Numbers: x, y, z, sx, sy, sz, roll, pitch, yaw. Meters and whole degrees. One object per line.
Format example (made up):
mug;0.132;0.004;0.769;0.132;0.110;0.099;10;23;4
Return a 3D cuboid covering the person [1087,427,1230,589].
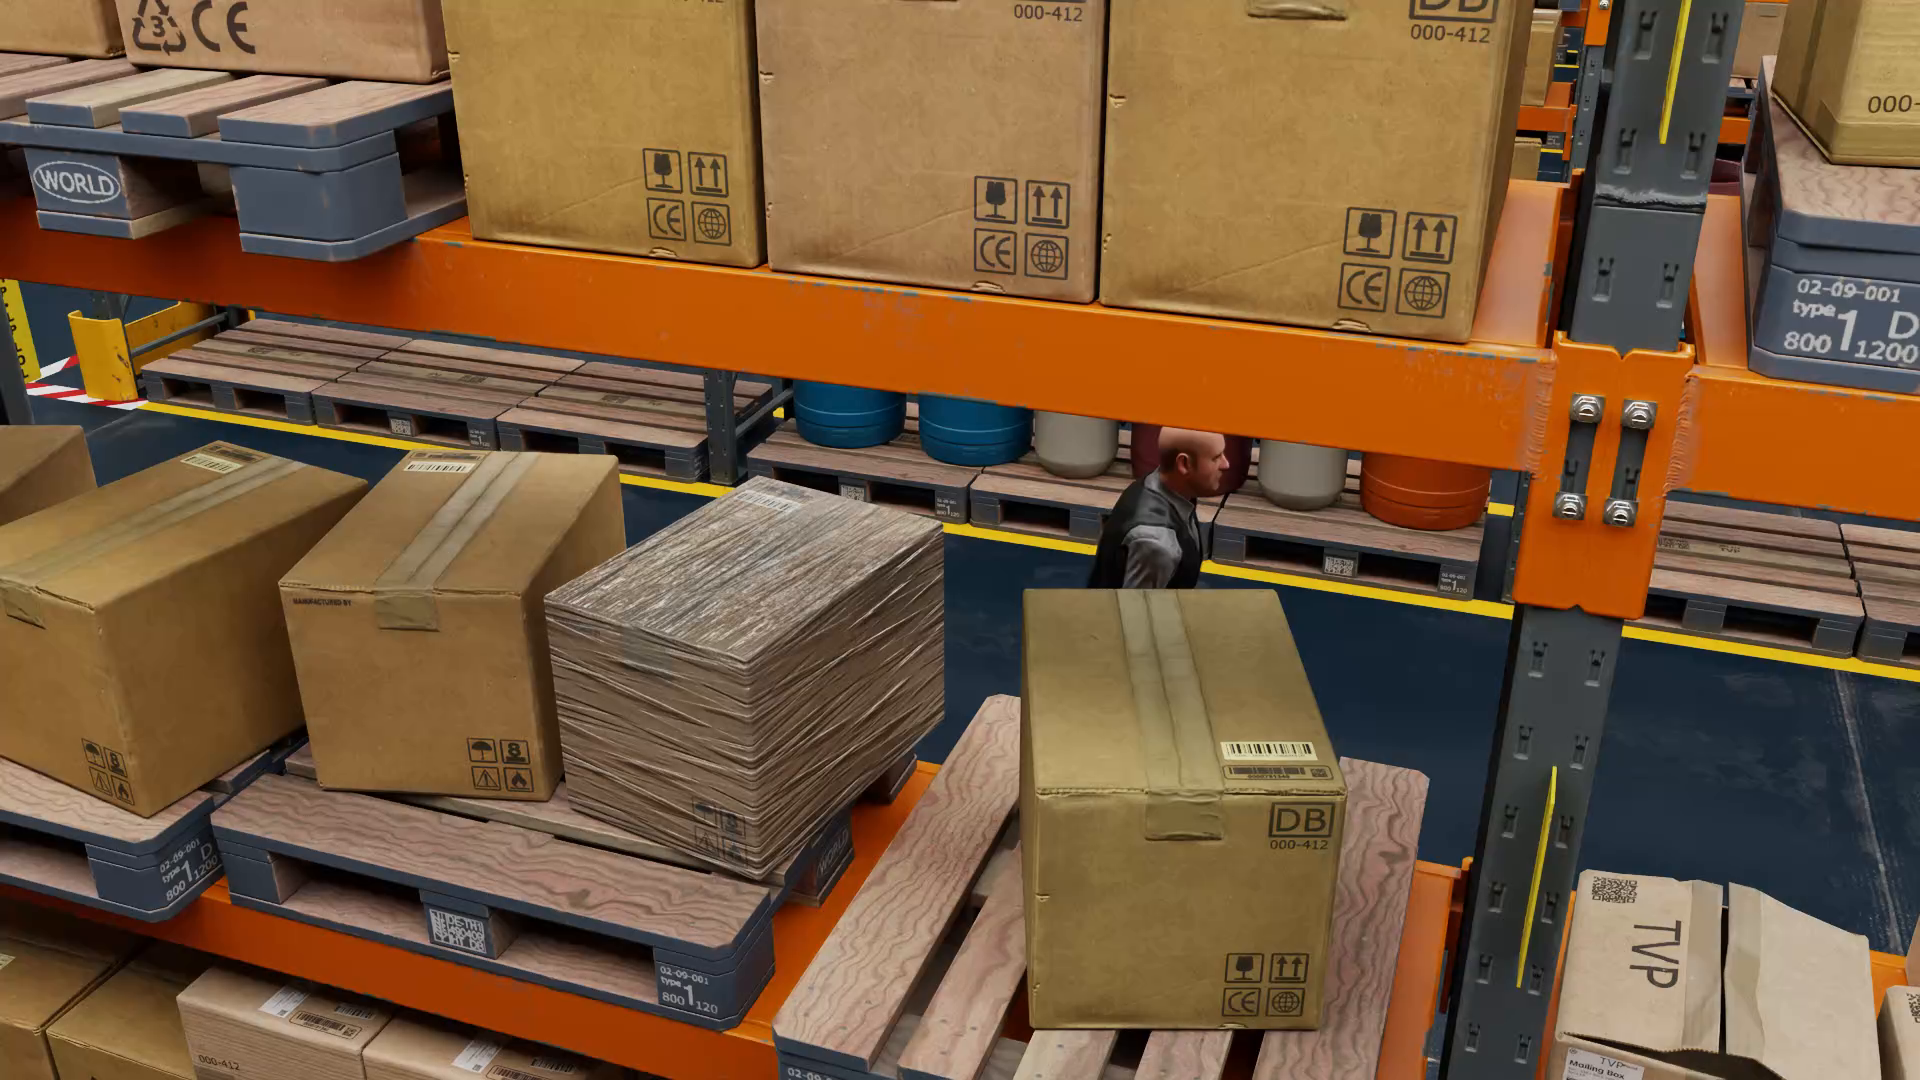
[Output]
person;0.629;0.408;5.286;0.474;1.720;0.593;7;26;14
